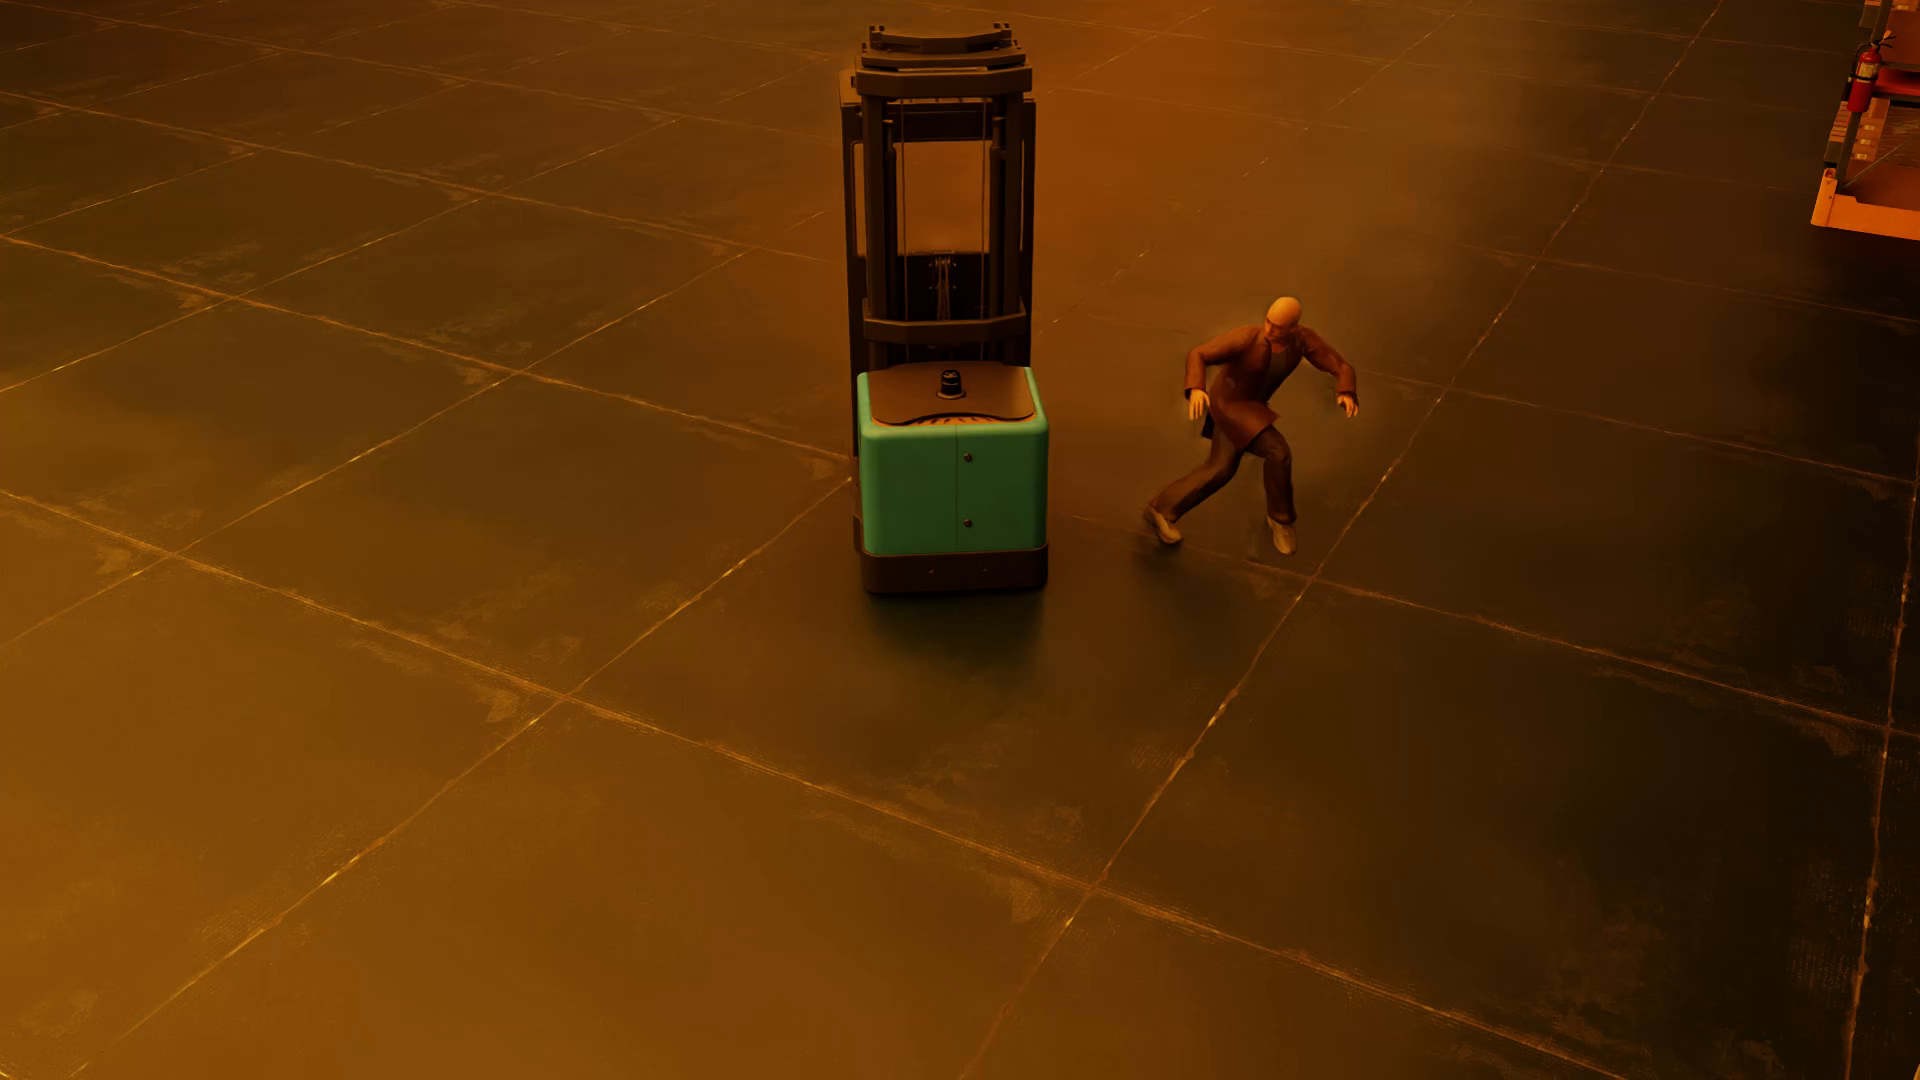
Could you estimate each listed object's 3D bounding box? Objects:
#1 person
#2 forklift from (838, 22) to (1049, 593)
[{"bbox_3d":[1.701,-0.639,9.596,1.020,1.548,1.096,-24,38,-35],"label":"person"},{"bbox_3d":[-0.141,-1.679,9.980,1.130,2.935,3.031,-2,30,-4],"label":"forklift"}]
